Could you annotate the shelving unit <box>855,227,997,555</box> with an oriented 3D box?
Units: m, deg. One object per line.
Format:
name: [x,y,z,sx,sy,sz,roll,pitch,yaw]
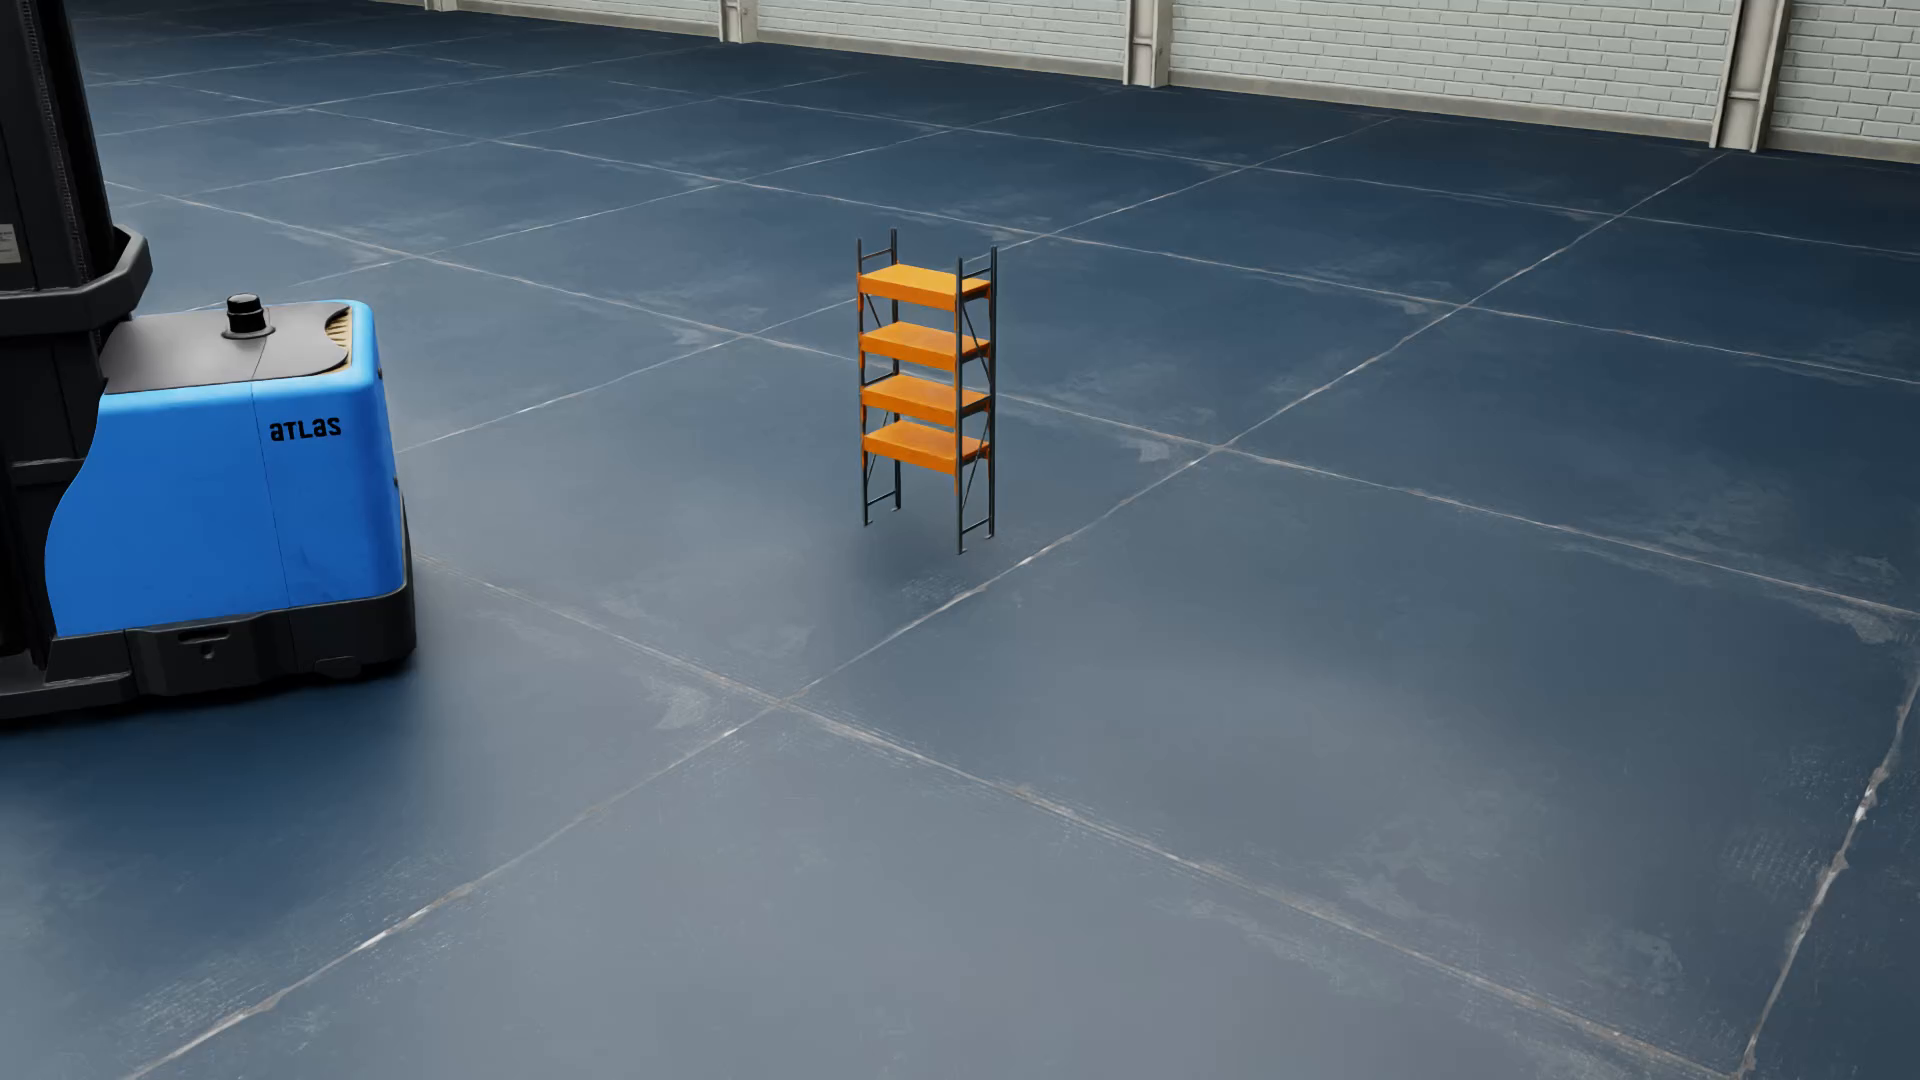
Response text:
shelving unit: [-0.132,-0.589,6.599,0.503,1.200,0.258,17,29,33]

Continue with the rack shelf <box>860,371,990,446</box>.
rack shelf: [-0.132,-0.528,6.626,0.480,0.148,0.258,17,29,33]

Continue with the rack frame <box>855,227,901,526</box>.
rack frame: [-0.328,-0.648,6.733,0.015,1.200,0.240,17,29,33]

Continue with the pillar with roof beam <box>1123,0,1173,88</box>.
pillar with roof beam: [-0.587,-7.616,12.874,0.400,9.000,9.100,17,29,33]

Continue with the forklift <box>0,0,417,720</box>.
forklift: [-3.451,-0.886,5.126,3.031,2.935,1.130,-8,25,-17]

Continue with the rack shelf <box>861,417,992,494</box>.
rack shelf: [-0.132,-0.346,6.706,0.480,0.148,0.258,17,29,33]

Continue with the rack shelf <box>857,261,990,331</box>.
rack shelf: [-0.132,-0.949,6.441,0.480,0.148,0.258,17,29,33]

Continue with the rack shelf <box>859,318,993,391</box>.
rack shelf: [-0.132,-0.732,6.536,0.480,0.148,0.258,17,29,33]

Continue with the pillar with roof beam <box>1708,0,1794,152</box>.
pillar with roof beam: [4.214,-6.165,9.581,0.400,9.000,9.100,17,29,33]

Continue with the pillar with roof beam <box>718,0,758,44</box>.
pillar with roof beam: [-5.388,-9.067,16.167,0.400,9.000,9.100,17,29,33]

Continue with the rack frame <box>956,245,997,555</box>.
rack frame: [0.063,-0.530,6.465,0.015,1.200,0.240,17,29,33]

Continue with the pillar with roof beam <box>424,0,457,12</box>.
pillar with roof beam: [-10.189,-10.517,19.460,0.400,9.000,9.100,17,29,33]
